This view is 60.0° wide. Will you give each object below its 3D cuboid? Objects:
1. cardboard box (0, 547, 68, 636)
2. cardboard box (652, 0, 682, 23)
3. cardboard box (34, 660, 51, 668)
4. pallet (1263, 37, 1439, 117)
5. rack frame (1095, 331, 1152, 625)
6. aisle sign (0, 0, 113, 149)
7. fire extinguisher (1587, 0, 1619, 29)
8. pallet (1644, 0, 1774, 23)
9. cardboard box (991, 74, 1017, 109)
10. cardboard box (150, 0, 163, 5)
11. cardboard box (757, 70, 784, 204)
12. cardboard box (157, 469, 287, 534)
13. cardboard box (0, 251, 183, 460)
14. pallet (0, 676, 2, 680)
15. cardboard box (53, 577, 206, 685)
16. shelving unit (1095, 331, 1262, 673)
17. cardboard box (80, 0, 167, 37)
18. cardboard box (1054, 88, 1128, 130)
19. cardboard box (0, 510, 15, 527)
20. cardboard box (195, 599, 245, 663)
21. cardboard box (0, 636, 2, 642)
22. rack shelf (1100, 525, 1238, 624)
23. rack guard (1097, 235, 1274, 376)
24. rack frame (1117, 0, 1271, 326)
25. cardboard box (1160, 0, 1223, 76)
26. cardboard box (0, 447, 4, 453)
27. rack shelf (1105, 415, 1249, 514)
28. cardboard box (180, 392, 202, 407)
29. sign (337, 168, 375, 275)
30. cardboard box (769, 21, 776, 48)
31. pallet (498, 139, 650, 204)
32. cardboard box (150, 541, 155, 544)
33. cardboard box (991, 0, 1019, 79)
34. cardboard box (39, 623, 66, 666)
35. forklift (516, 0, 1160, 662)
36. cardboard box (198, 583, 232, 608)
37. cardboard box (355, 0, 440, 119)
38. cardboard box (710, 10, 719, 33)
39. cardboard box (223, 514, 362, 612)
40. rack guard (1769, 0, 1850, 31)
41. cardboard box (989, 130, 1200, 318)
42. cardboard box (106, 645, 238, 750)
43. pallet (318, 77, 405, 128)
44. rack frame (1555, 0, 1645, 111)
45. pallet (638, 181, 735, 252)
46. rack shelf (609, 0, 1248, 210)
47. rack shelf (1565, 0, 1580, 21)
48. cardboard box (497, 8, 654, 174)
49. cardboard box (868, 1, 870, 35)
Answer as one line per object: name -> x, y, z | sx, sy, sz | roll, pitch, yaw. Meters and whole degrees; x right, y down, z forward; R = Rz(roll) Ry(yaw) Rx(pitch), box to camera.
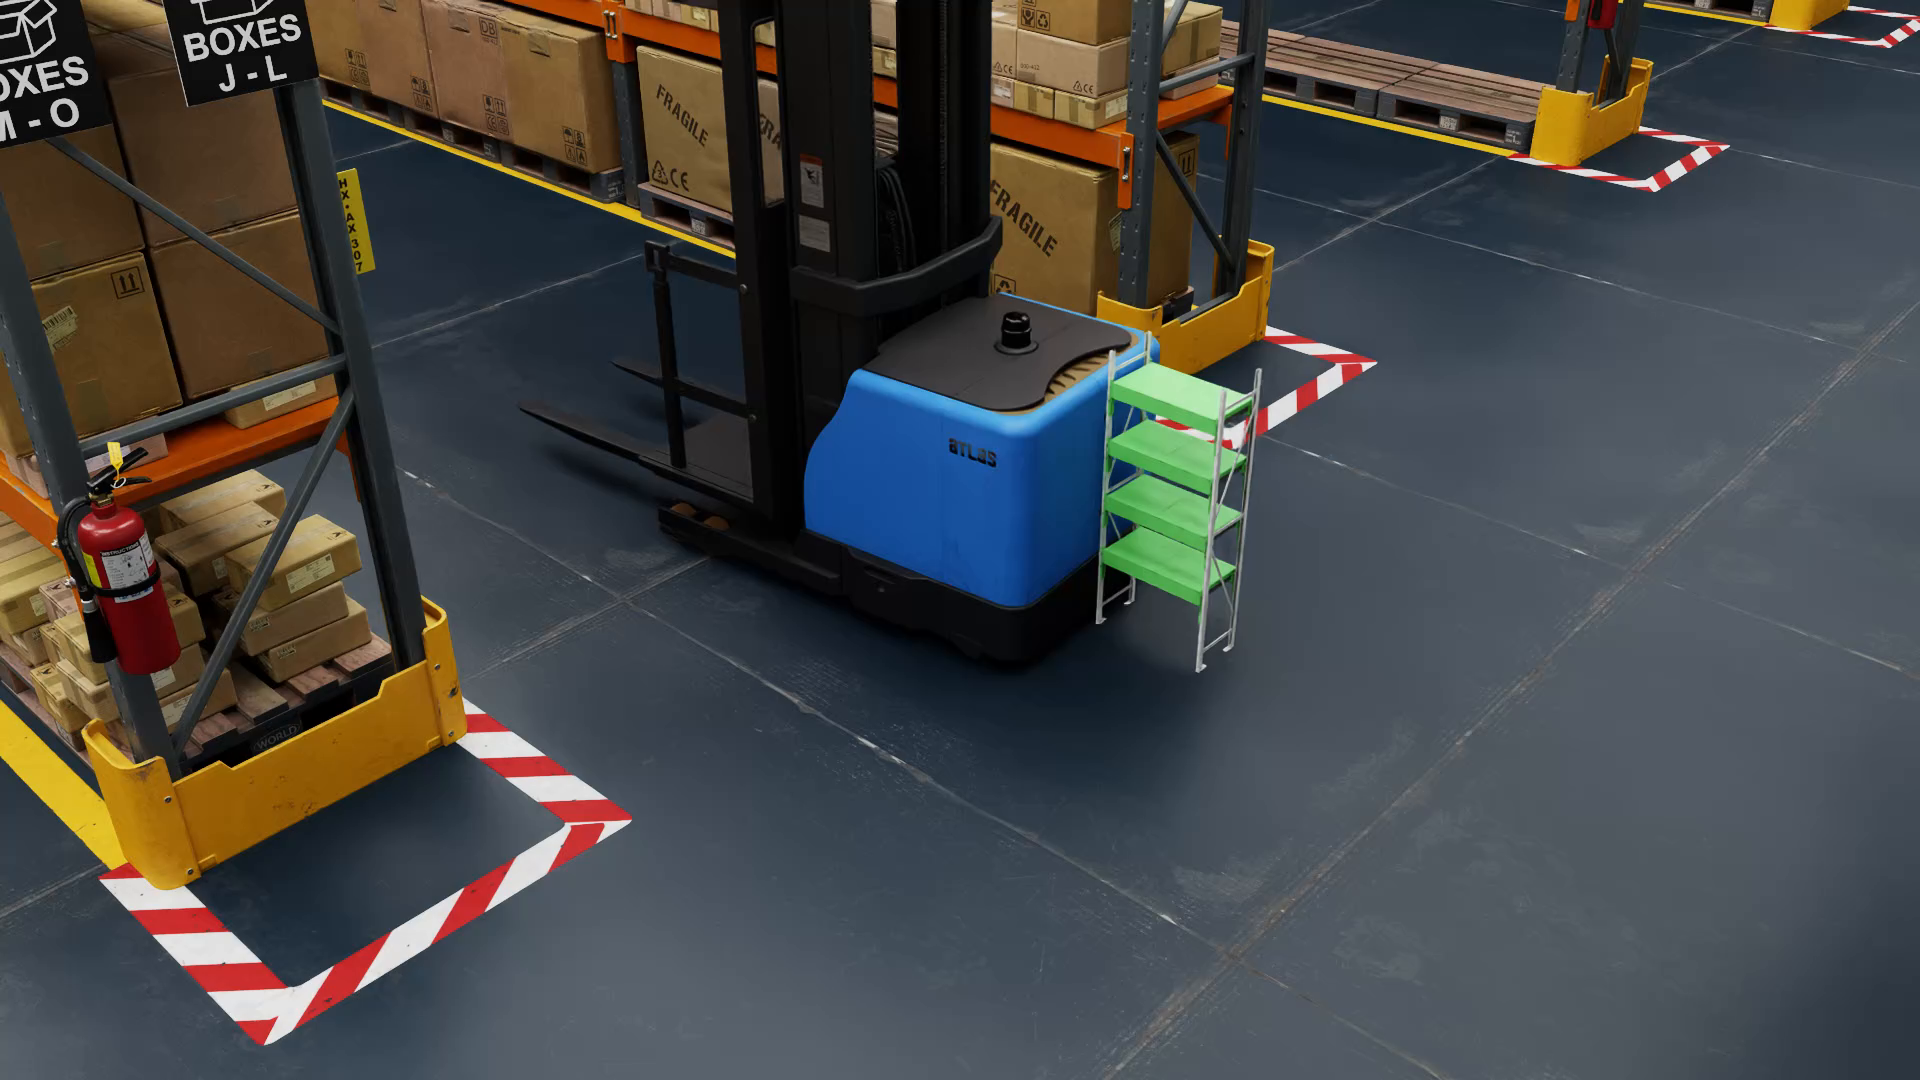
cardboard box -> -3.227, 0.154, 5.866 | 0.250, 0.149, 0.380 | 24, 39, 34
cardboard box -> -1.611, -3.214, 9.924 | 0.250, 0.149, 0.380 | 24, 38, 34
cardboard box -> -3.166, 0.368, 6.087 | 0.250, 0.149, 0.380 | 25, 39, 35
pallet -> 3.002, -3.680, 13.158 | 1.213, 0.211, 1.003 | 25, 39, 35
rack frame -> 0.631, -0.220, 6.452 | 0.015, 1.200, 0.240 | 25, 39, 35
aisle sign -> -2.386, -1.370, 4.097 | 0.004, 0.787, 0.394 | 25, 39, 35
fire extinguisher -> 4.295, -3.733, 10.979 | 0.183, 0.674, 0.296 | 25, 39, 35
pallet -> 7.166, -5.152, 15.603 | 1.213, 0.211, 1.003 | 25, 39, 35
cardboard box -> 0.299, -2.325, 8.447 | 0.250, 0.149, 0.380 | 25, 39, 35
cardboard box -> -6.951, -5.135, 14.869 | 0.500, 0.500, 0.700 | 25, 39, 35
cardboard box -> -0.699, -2.341, 9.884 | 0.875, 0.875, 0.875 | 25, 39, 35
cardboard box -> -2.785, -0.106, 6.299 | 0.250, 0.149, 0.380 | 25, 39, 35
cardboard box -> -2.745, -0.624, 4.992 | 0.500, 0.500, 0.500 | 26, 40, 36
pallet -> -3.774, 0.055, 6.953 | 1.213, 0.211, 1.003 | 25, 39, 35
cardboard box -> -2.802, 0.304, 5.617 | 0.250, 0.149, 0.380 | 26, 39, 36
shelving unit -> 0.812, -0.135, 6.311 | 0.503, 1.200, 0.258 | 25, 39, 35
cardboard box -> -2.772, -1.424, 5.352 | 0.500, 0.500, 0.500 | 26, 40, 36
cardboard box -> 0.679, -2.148, 8.153 | 0.250, 0.149, 0.380 | 26, 40, 36
cardboard box -> -3.613, -0.031, 6.174 | 0.250, 0.149, 0.380 | 27, 40, 37
cardboard box -> -2.662, 0.282, 6.230 | 0.250, 0.149, 0.380 | 25, 39, 35
cardboard box -> -3.589, 0.224, 6.327 | 0.250, 0.149, 0.380 | 23, 38, 33
rack shelf -> 0.812, 0.125, 6.468 | 0.480, 0.148, 0.258 | 25, 39, 35
rack guard -> 1.182, -1.179, 8.723 | 0.348, 0.500, 1.175 | 25, 39, 35
rack frame -> 1.164, -2.258, 8.092 | 0.127, 3.000, 1.000 | 25, 39, 35
cardboard box -> 0.989, -2.590, 8.502 | 0.500, 0.250, 0.500 | 24, 38, 34
cardboard box -> -2.830, -0.394, 5.239 | 0.250, 0.149, 0.380 | 25, 39, 35
rack shelf -> 0.812, -0.286, 6.221 | 0.480, 0.148, 0.258 | 25, 39, 35
cardboard box -> -2.476, -0.598, 5.579 | 0.250, 0.149, 0.380 | 27, 40, 37
sign -> -1.875, -0.975, 5.121 | 0.005, 0.325, 0.100 | 25, 39, 35
cardboard box -> -0.844, -2.857, 9.330 | 0.250, 0.149, 0.380 | 26, 39, 36
pallet -> -2.424, -2.686, 11.507 | 1.213, 0.211, 1.003 | 25, 39, 35
cardboard box -> -2.979, -0.059, 6.508 | 0.250, 0.149, 0.380 | 26, 40, 36
cardboard box -> 0.251, -2.563, 8.456 | 0.500, 0.250, 0.500 | 24, 39, 34
cardboard box -> -2.980, 0.333, 5.857 | 0.250, 0.149, 0.380 | 24, 38, 34
forklift -> -0.689, -1.387, 6.712 | 3.031, 2.935, 1.130 | 21, 37, 30
cardboard box -> -2.620, 0.122, 6.207 | 0.250, 0.149, 0.380 | 25, 39, 35
cardboard box -> -3.614, -3.738, 12.204 | 0.875, 0.875, 1.225 | 25, 39, 35
cardboard box -> -1.219, -3.033, 9.623 | 0.250, 0.149, 0.380 | 24, 38, 34
cardboard box -> -2.400, 0.079, 5.990 | 0.250, 0.149, 0.380 | 23, 38, 33
rack guard -> 7.758, -5.000, 15.071 | 0.348, 0.500, 1.175 | 25, 39, 35
cardboard box -> 0.636, -1.718, 8.849 | 0.875, 0.875, 0.875 | 25, 39, 35
cardboard box -> -2.769, 0.543, 5.797 | 0.250, 0.149, 0.380 | 26, 40, 36
pallet -> -4.233, -3.530, 12.909 | 1.213, 0.211, 1.003 | 25, 39, 35
rack frame -> 4.488, -4.152, 11.238 | 0.127, 3.000, 1.000 | 25, 39, 35
pallet -> -1.290, -2.154, 10.624 | 1.213, 0.211, 1.003 | 25, 39, 35
rack shelf -> -0.319, -2.642, 9.428 | 4.000, 0.370, 1.077 | 25, 39, 35
rack shelf -> 3.005, -4.536, 12.574 | 4.000, 0.370, 1.077 | 25, 39, 35
cardboard box -> -2.289, -3.126, 11.187 | 0.875, 0.875, 1.225 | 25, 39, 35
cardboard box -> -0.515, -2.918, 9.045 | 0.500, 0.250, 0.500 | 25, 39, 35
